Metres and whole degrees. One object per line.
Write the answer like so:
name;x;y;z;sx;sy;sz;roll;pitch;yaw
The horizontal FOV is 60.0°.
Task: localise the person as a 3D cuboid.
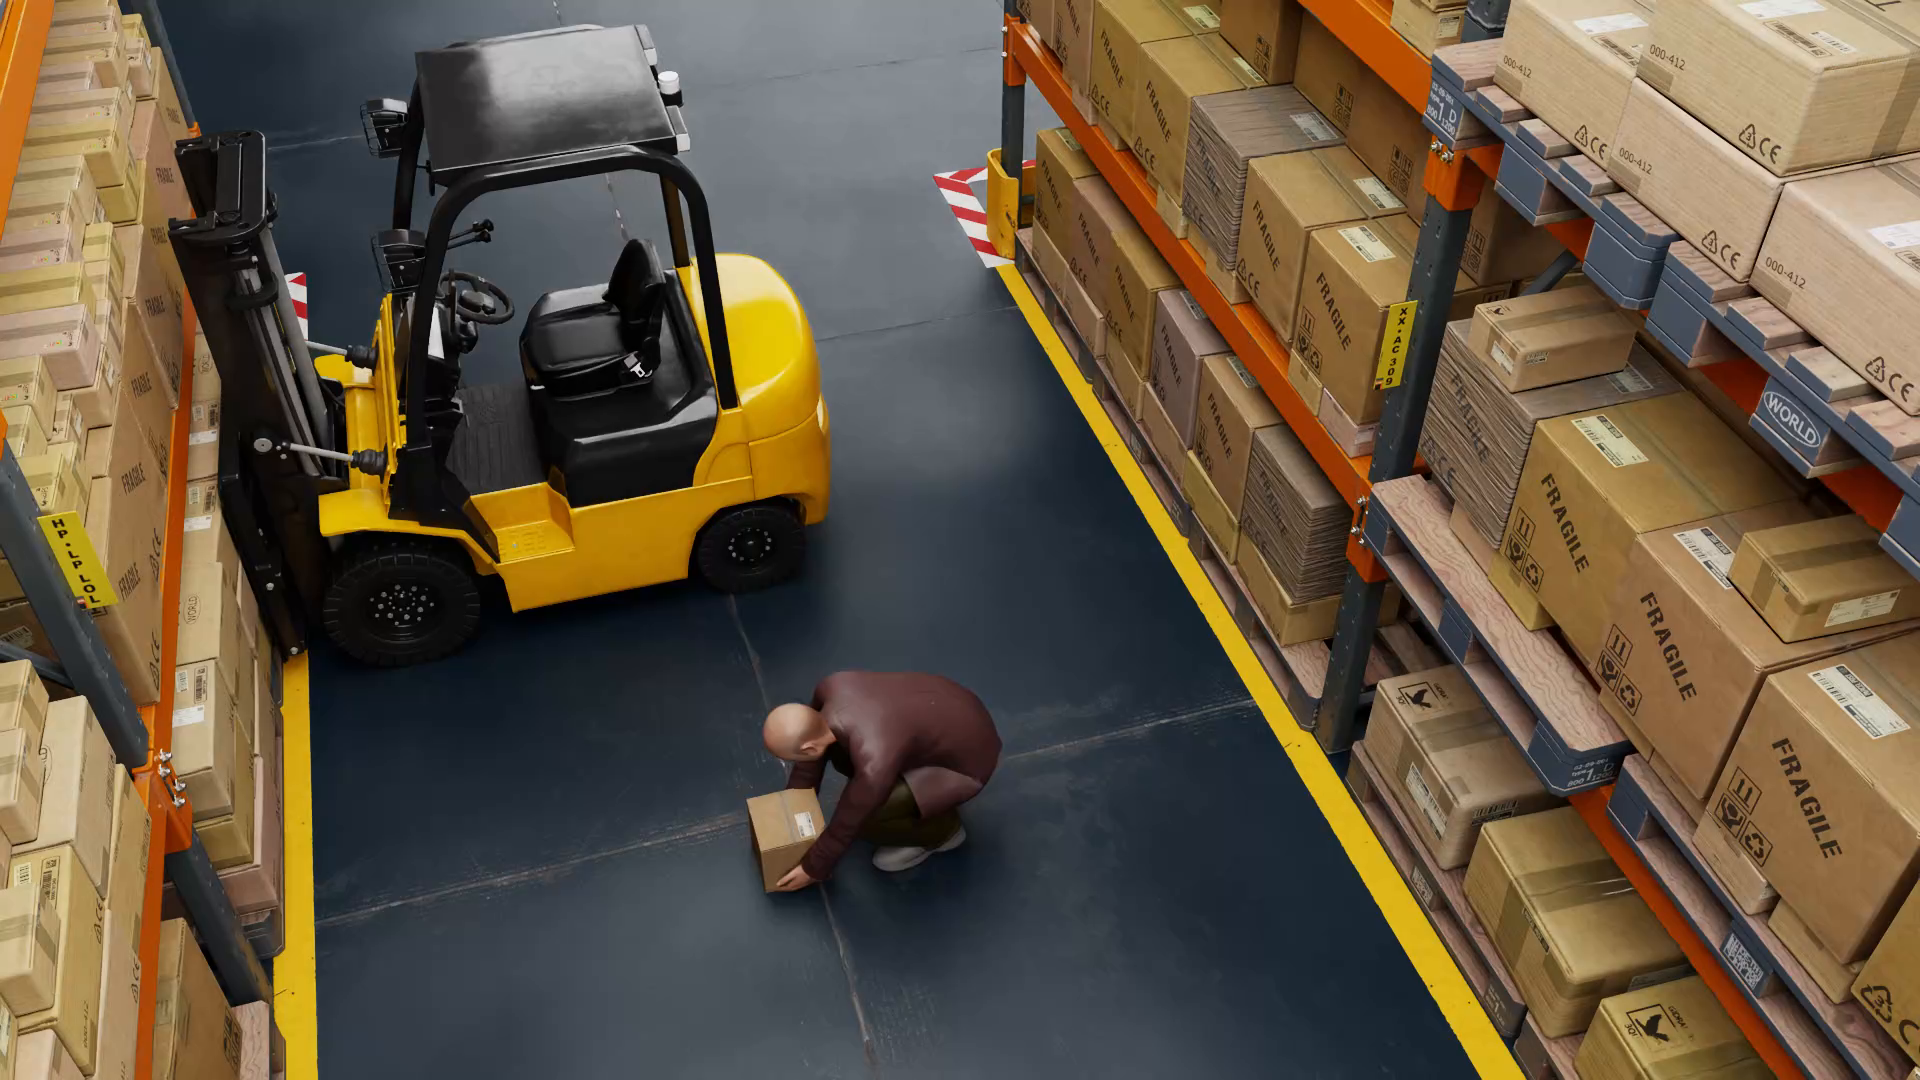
person;-0.284;0.828;6.004;0.902;0.826;0.596;-12;43;-13
